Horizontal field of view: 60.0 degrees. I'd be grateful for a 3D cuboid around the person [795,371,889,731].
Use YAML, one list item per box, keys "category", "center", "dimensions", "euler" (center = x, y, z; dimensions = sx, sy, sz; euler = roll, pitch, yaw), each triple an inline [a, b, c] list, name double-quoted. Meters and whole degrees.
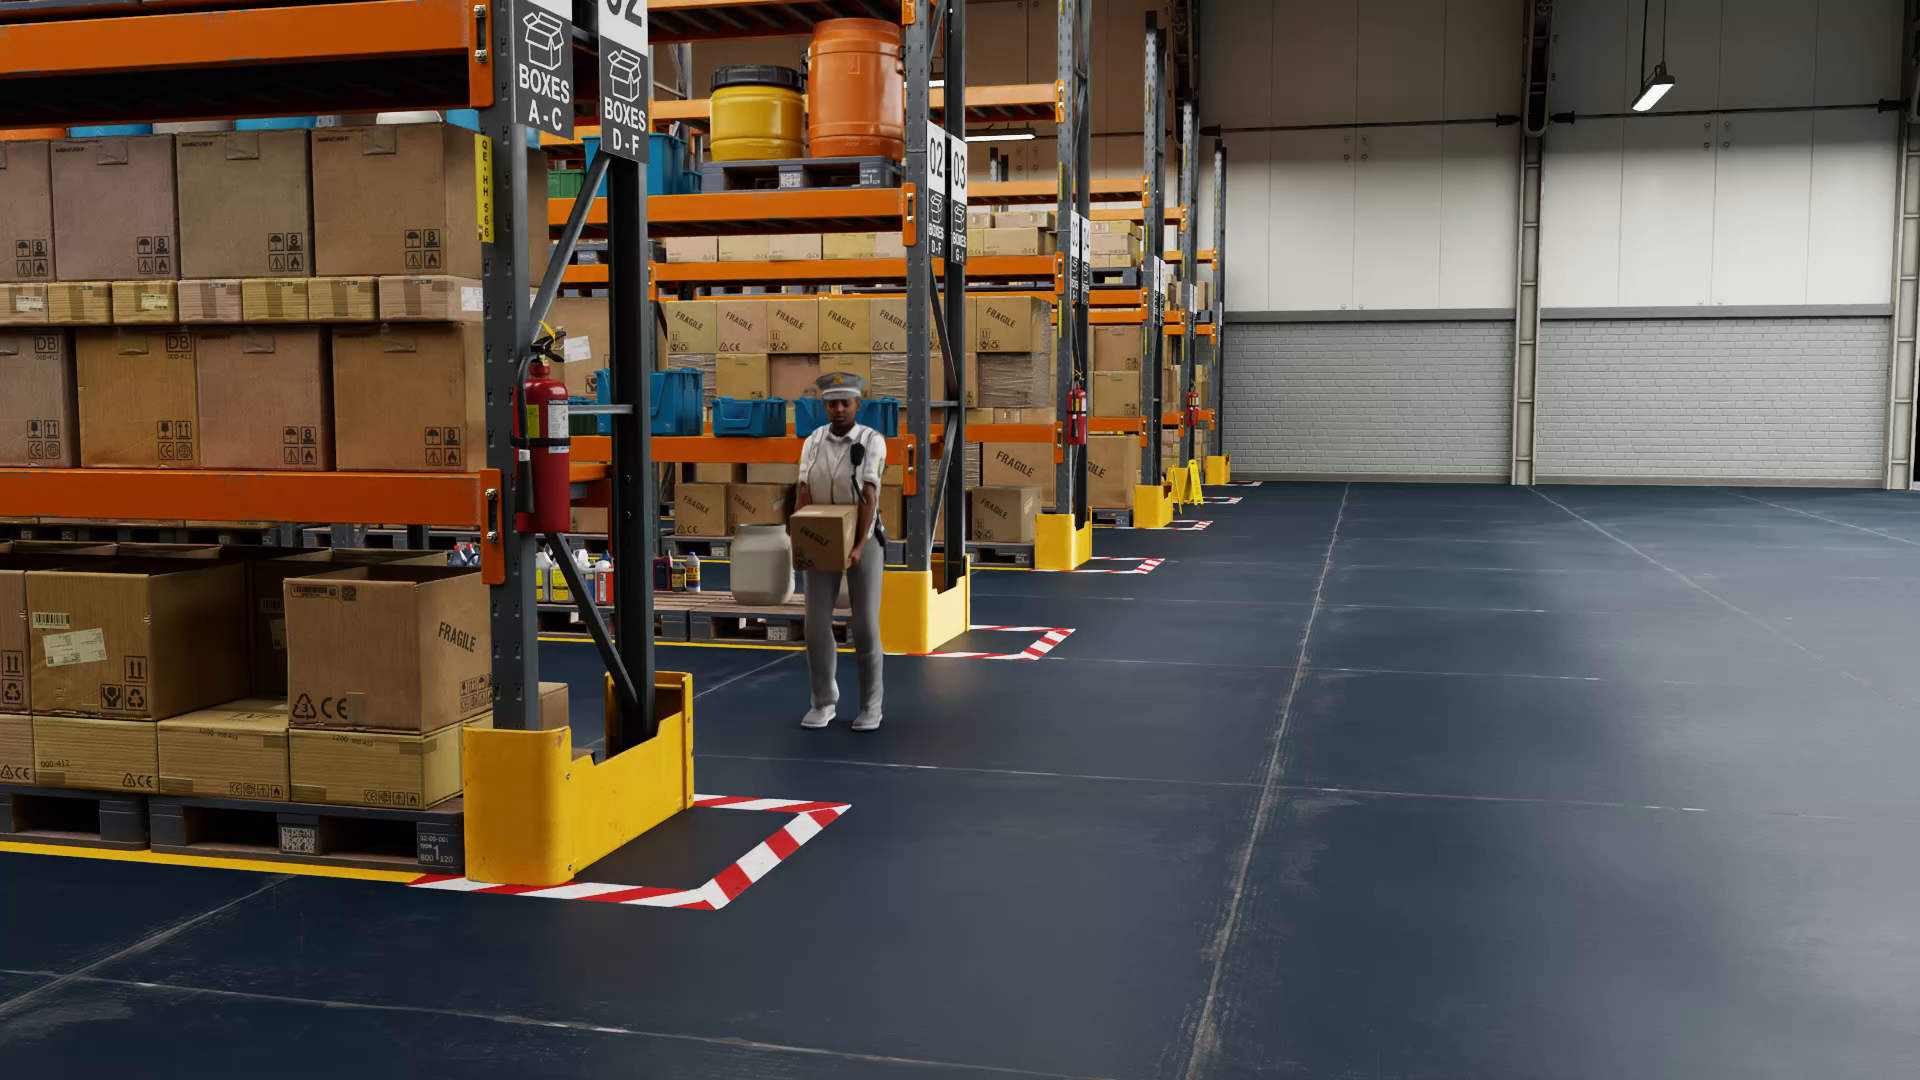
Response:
- category: "person"
  center: [-0.561, 0.055, 7.766]
  dimensions: [0.416, 1.677, 0.537]
  euler: [1, 5, 13]
